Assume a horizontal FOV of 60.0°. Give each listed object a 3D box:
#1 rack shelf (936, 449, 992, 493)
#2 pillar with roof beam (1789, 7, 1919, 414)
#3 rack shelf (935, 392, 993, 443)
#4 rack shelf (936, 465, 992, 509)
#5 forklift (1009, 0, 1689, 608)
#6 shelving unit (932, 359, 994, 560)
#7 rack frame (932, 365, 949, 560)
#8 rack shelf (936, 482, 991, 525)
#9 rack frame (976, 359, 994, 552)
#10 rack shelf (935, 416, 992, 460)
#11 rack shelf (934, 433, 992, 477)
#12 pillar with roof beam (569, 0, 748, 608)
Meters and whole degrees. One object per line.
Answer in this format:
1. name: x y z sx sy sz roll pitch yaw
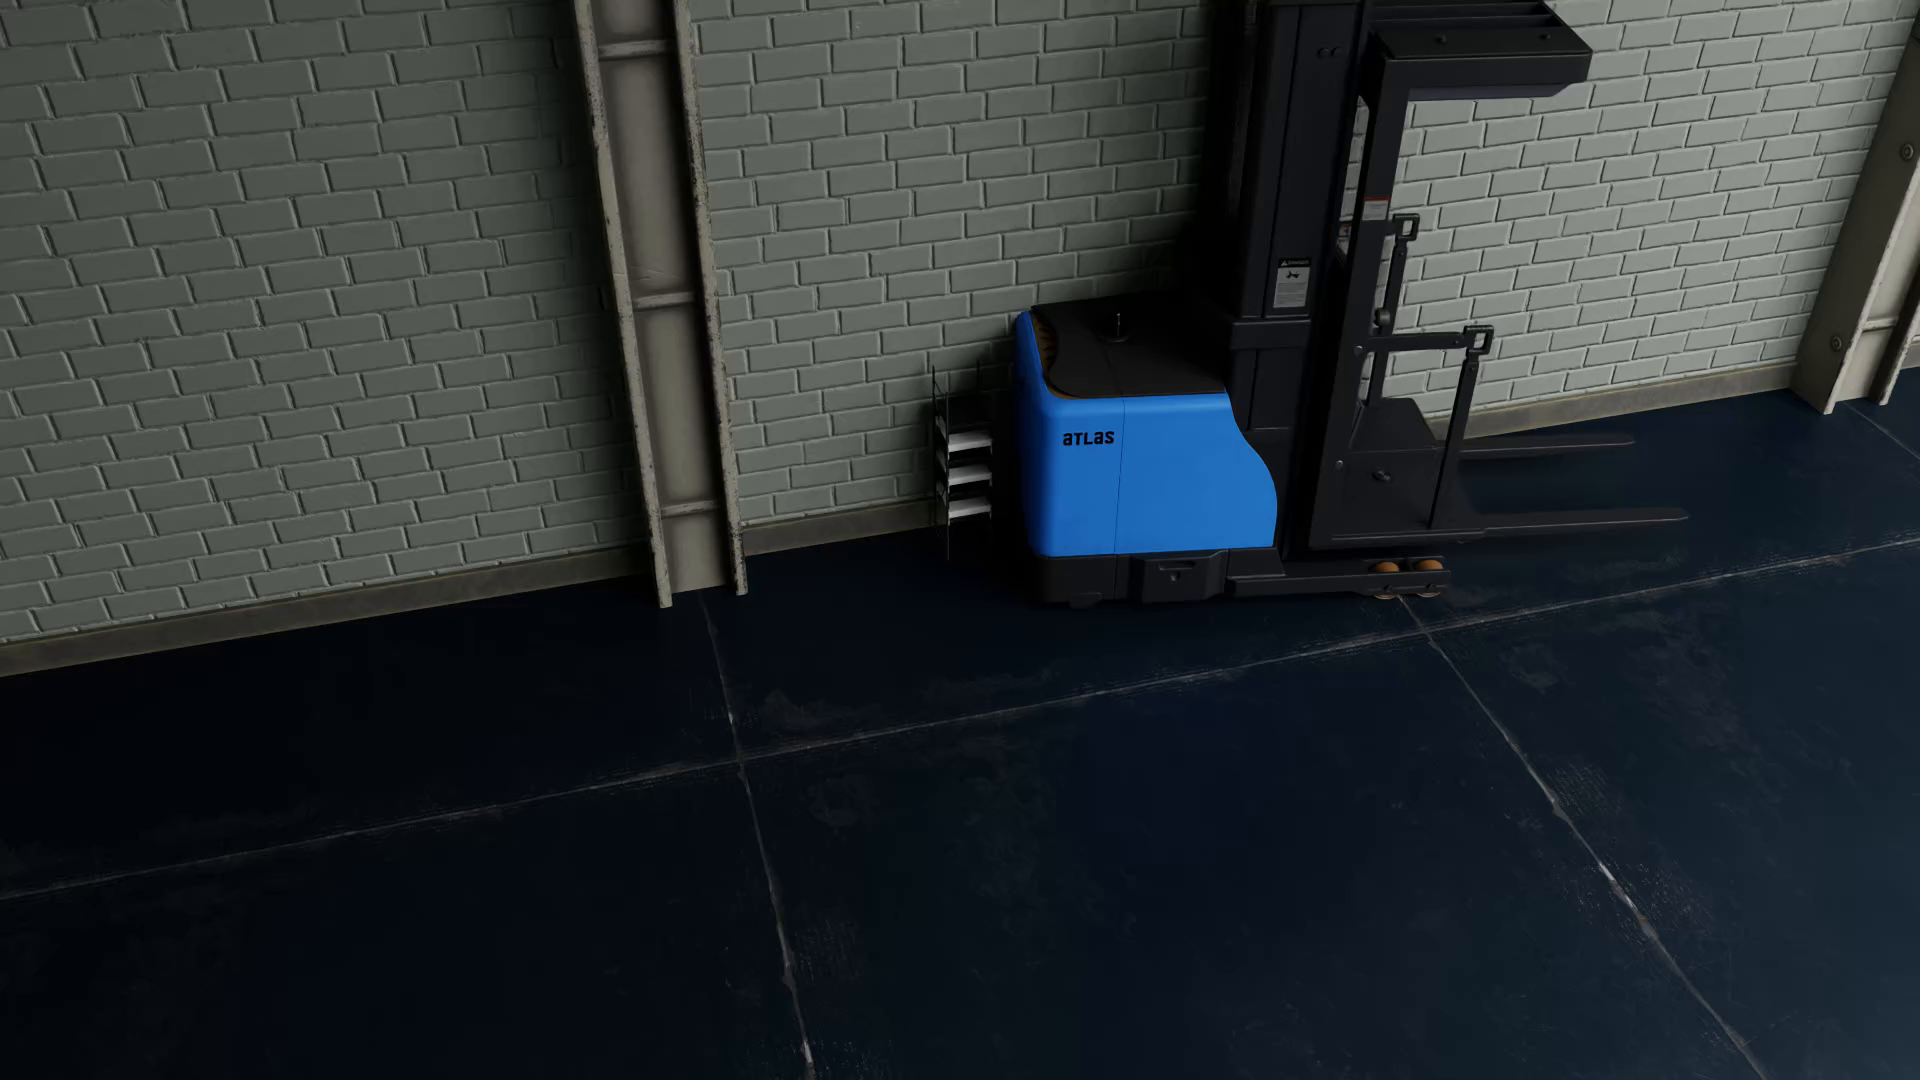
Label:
1. rack shelf: 0.012 -0.327 7.492 0.200 0.077 0.258 -10 38 -12
2. pillar with roof beam: 5.736 -1.819 2.722 0.400 9.000 9.100 -9 38 -12
3. rack shelf: 0.012 -0.542 7.328 0.200 0.077 0.258 -10 38 -12
4. rack shelf: 0.012 -0.256 7.547 0.200 0.077 0.258 -10 38 -12
5. forklift: 1.765 -1.220 6.932 3.031 2.935 1.130 -3 38 -4
6. shelving unit: 0.012 -0.354 7.472 0.210 0.900 0.258 -10 38 -12
7. rack frame: -0.086 -0.337 7.450 0.006 0.900 0.240 -10 38 -12
8. rack shelf: 0.012 -0.184 7.601 0.200 0.077 0.258 -10 38 -12
9. rack frame: 0.109 -0.370 7.494 0.006 0.900 0.240 -10 38 -12
10. rack shelf: 0.012 -0.470 7.383 0.200 0.077 0.258 -10 38 -12
11. rack shelf: 0.012 -0.399 7.437 0.200 0.077 0.258 -10 38 -12
12. pillar with roof beam: -0.057 -0.869 1.479 0.400 9.000 9.100 -9 38 -12
